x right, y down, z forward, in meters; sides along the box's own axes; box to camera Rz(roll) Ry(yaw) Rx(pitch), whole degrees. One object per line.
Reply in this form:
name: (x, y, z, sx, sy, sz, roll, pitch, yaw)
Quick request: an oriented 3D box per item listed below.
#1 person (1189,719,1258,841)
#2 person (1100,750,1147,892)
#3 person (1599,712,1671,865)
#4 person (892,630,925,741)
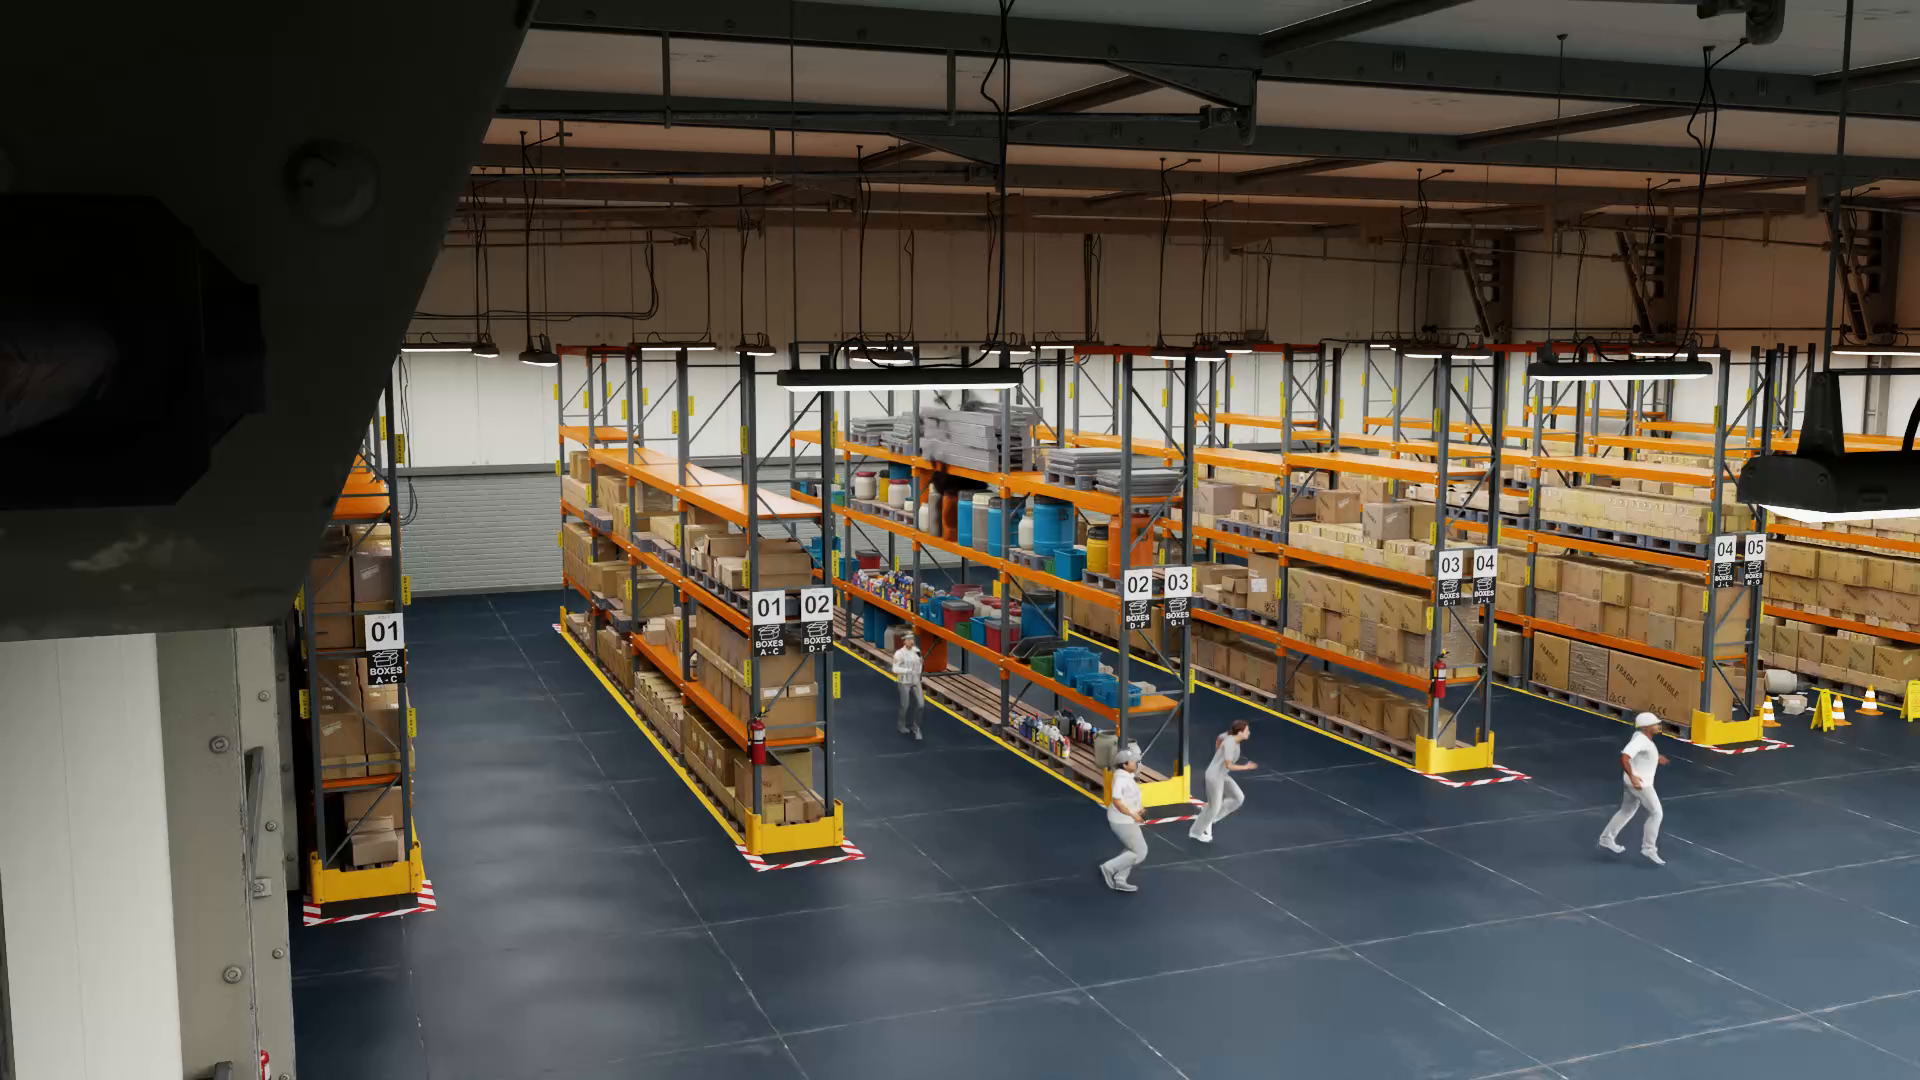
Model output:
person: (3.279, 2.966, 20.604, 0.839, 1.528, 0.586, 2, 8, 18)
person: (1.847, 3.160, 18.717, 0.543, 1.621, 0.587, 0, 7, 0)
person: (8.086, 2.940, 19.878, 0.785, 1.821, 0.686, 2, 7, 12)
person: (-0.778, 2.242, 25.731, 0.590, 1.740, 0.726, -3, 8, -23)
